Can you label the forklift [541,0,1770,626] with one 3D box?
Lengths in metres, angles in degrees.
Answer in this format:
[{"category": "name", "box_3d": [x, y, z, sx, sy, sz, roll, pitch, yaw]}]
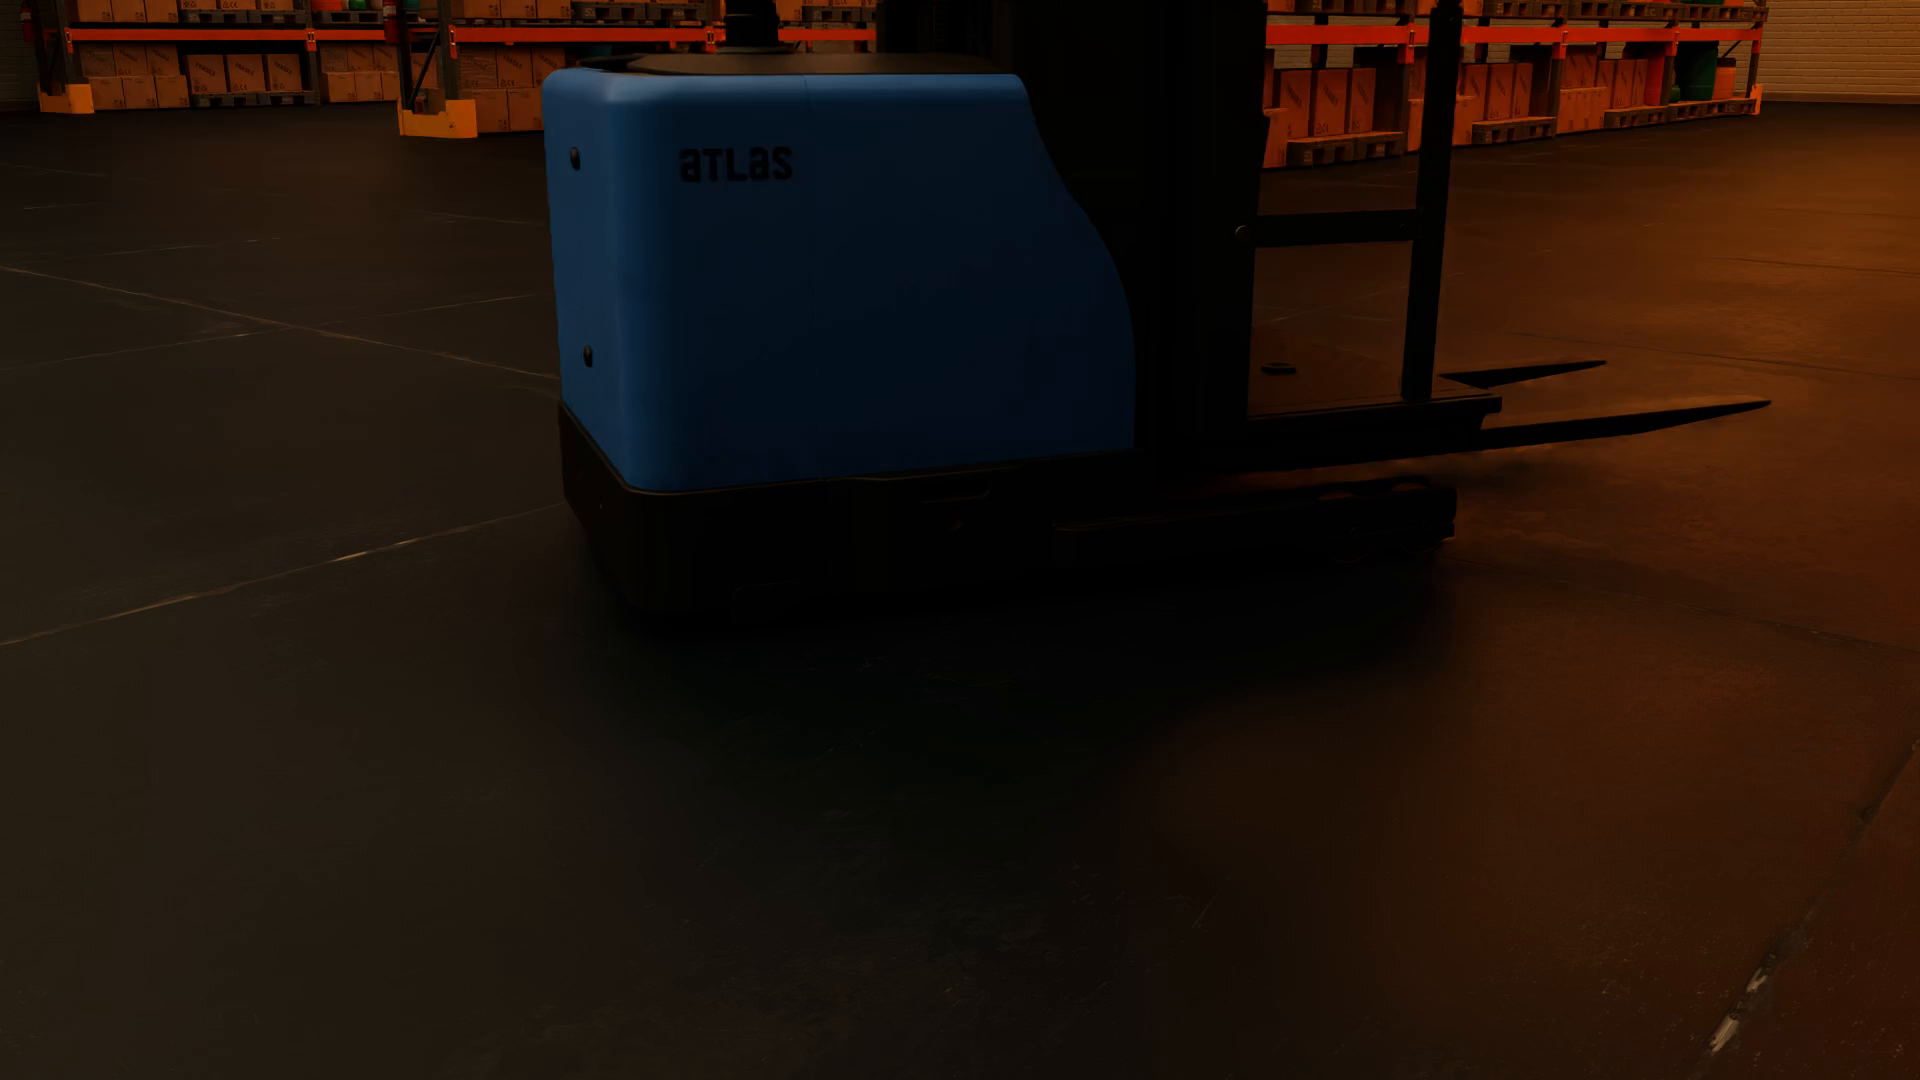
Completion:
[{"category": "forklift", "box_3d": [0.603, -1.484, 3.784, 3.031, 2.935, 1.130, -6, 18, -20]}]
